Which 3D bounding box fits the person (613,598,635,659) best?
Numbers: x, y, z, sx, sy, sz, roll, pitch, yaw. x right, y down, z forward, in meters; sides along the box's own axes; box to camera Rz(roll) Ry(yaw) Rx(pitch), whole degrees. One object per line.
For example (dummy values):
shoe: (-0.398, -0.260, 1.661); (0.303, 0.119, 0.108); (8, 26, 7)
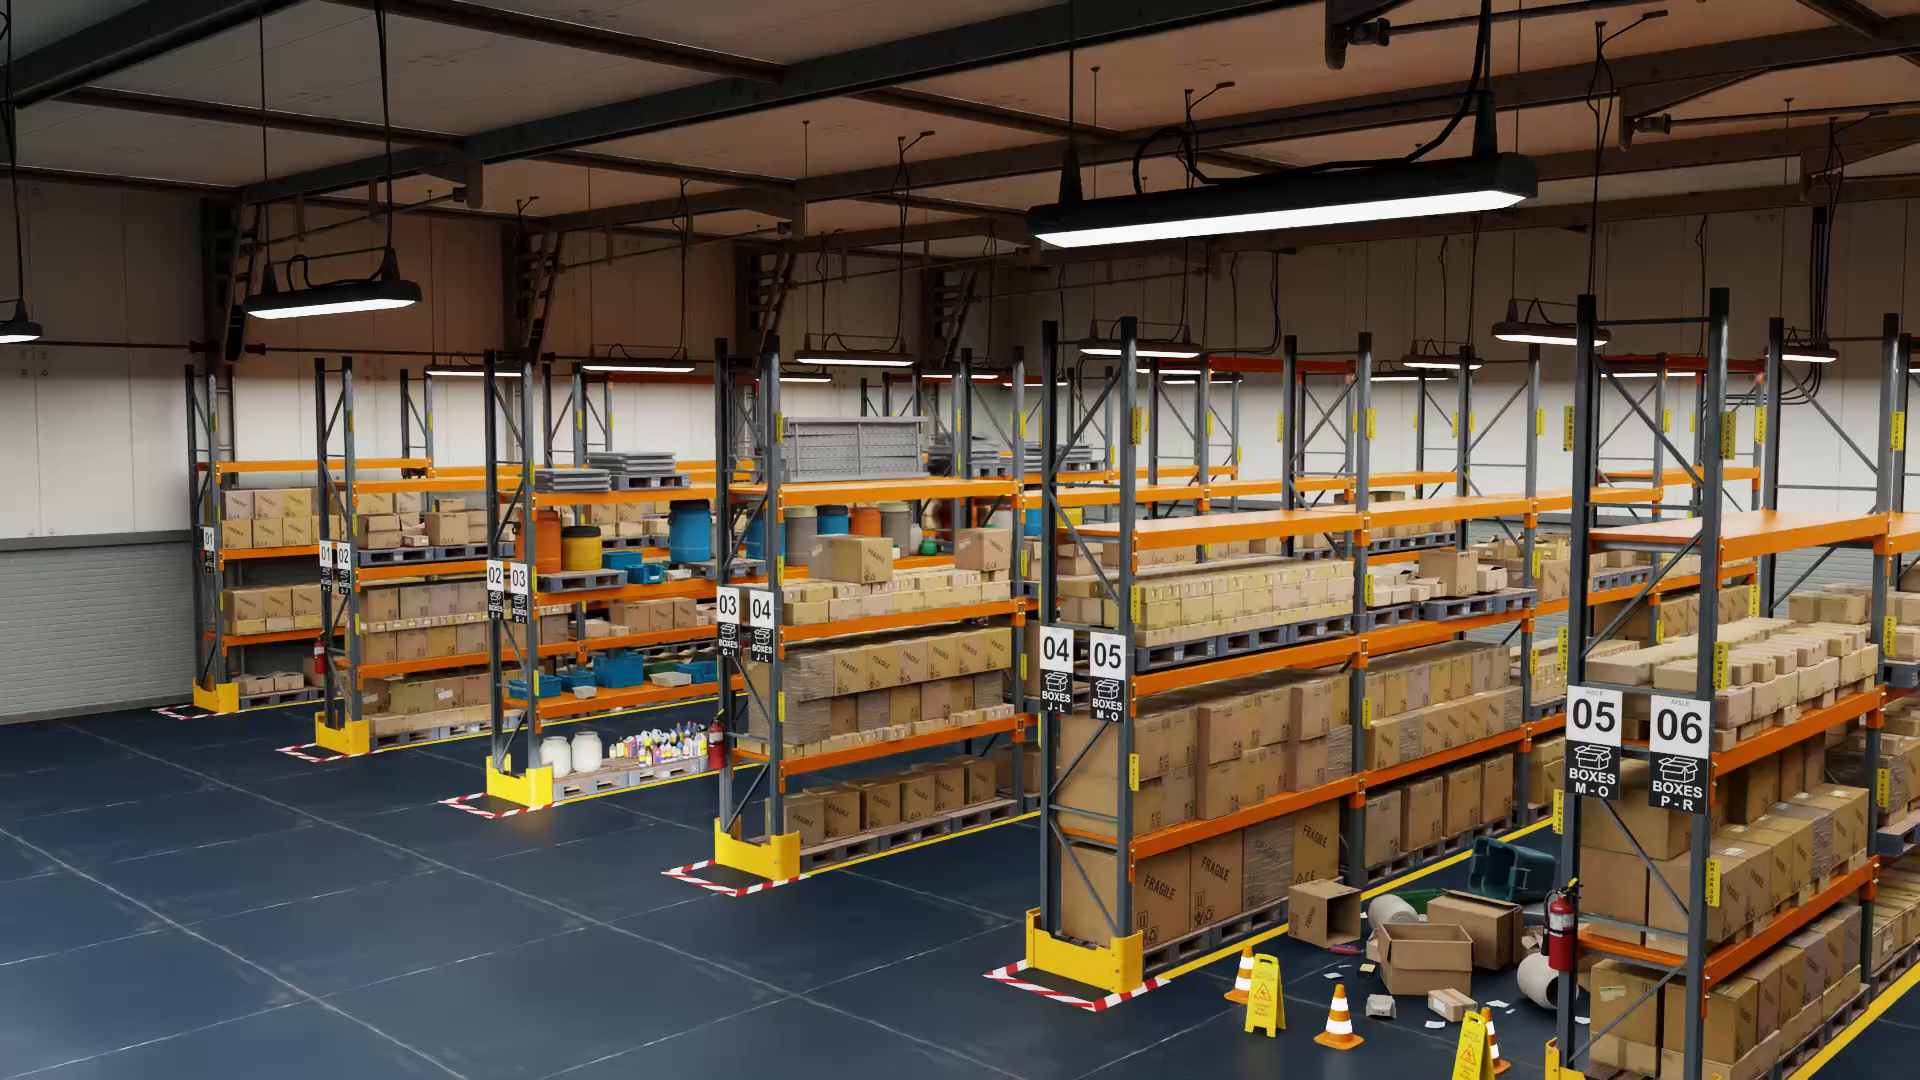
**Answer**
person: (-6.540, 1.884, 32.241); (0.462, 1.671, 0.490); (-1, 4, -9)
